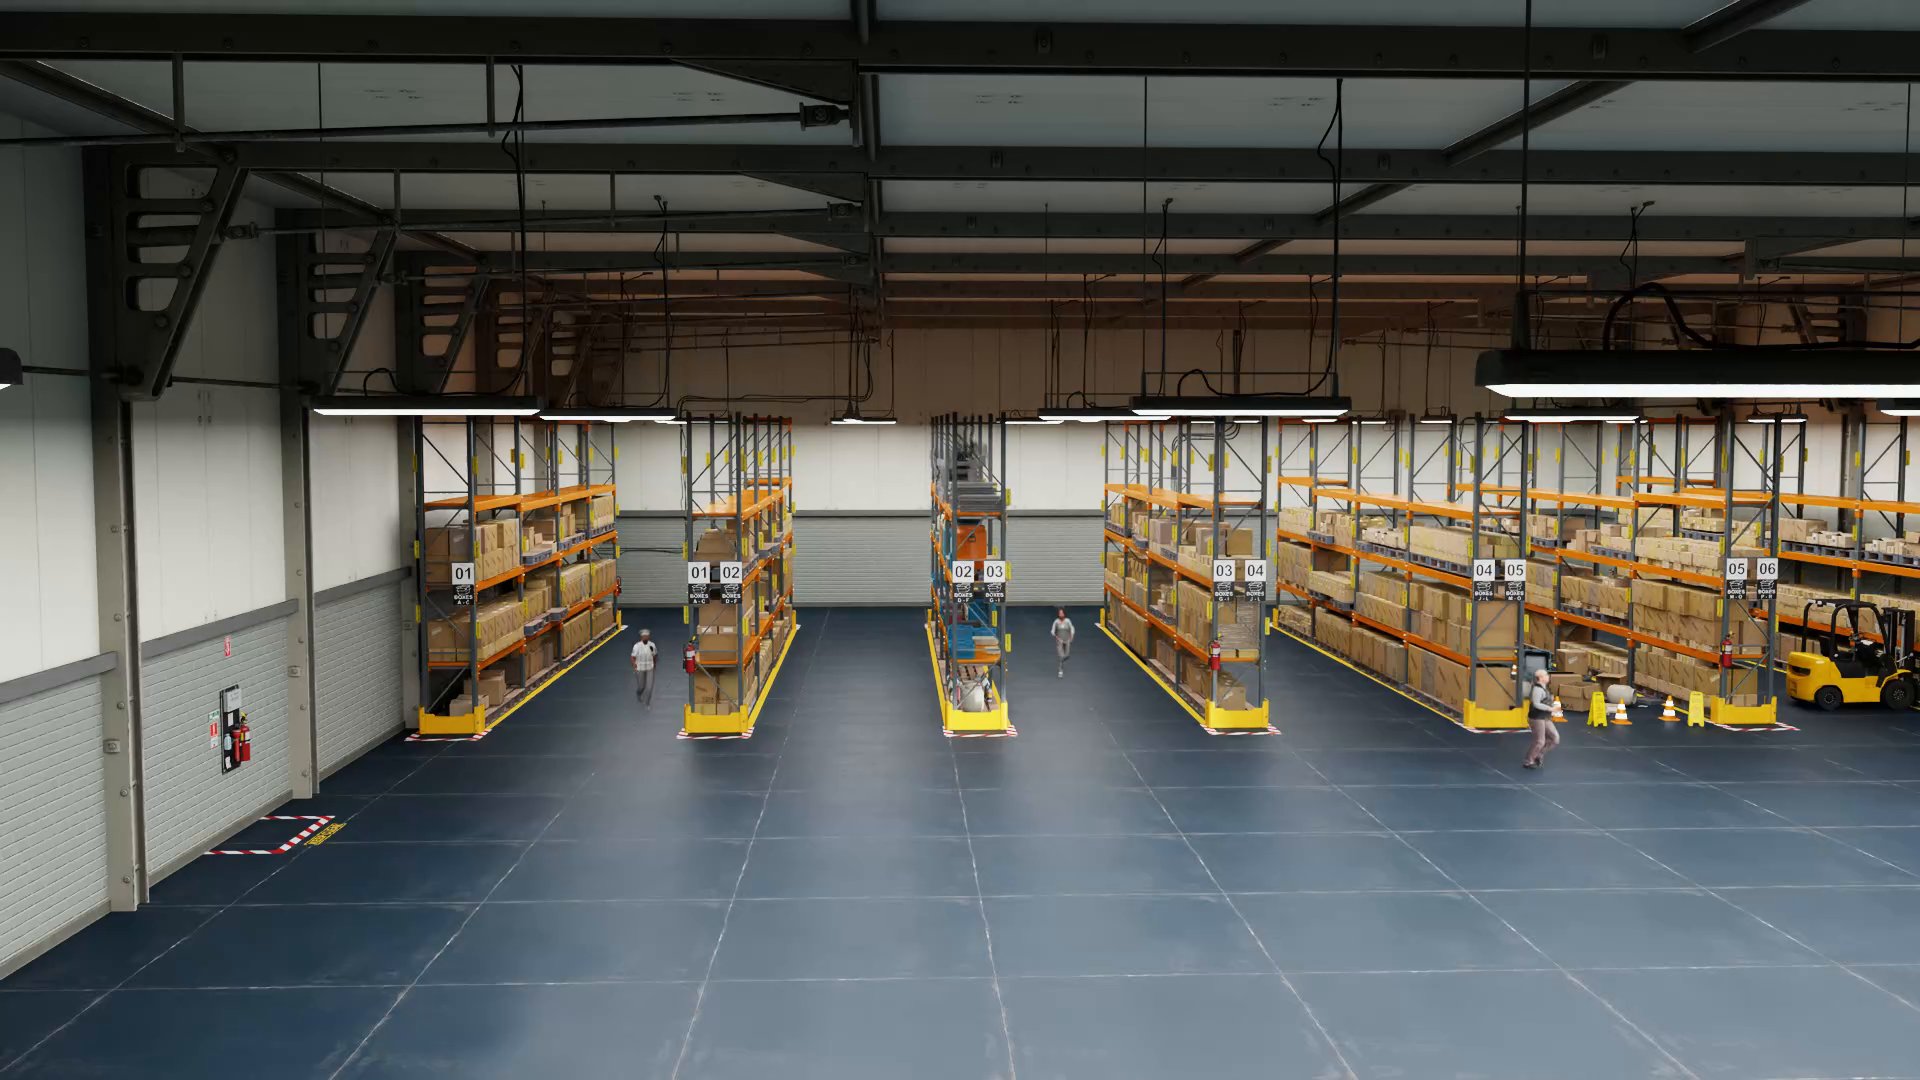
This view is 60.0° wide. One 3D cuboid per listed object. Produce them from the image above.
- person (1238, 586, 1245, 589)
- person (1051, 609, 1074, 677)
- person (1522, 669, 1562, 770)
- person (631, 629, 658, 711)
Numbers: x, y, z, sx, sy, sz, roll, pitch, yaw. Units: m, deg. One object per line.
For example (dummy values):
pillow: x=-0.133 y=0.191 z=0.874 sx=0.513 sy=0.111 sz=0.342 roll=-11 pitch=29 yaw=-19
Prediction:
person: x=7.882 y=1.726 z=45.901 sx=0.711 sy=1.815 sz=0.789 roll=0 pitch=4 yaw=0
person: x=2.358 y=2.358 z=38.168 sx=0.555 sy=1.562 sz=0.612 roll=0 pitch=4 yaw=-4
person: x=9.678 y=2.990 z=27.620 sx=0.639 sy=1.693 sz=0.662 roll=2 pitch=5 yaw=32
person: x=-6.396 y=2.615 z=33.735 sx=0.561 sy=1.653 sz=0.681 roll=-1 pitch=4 yaw=-20
